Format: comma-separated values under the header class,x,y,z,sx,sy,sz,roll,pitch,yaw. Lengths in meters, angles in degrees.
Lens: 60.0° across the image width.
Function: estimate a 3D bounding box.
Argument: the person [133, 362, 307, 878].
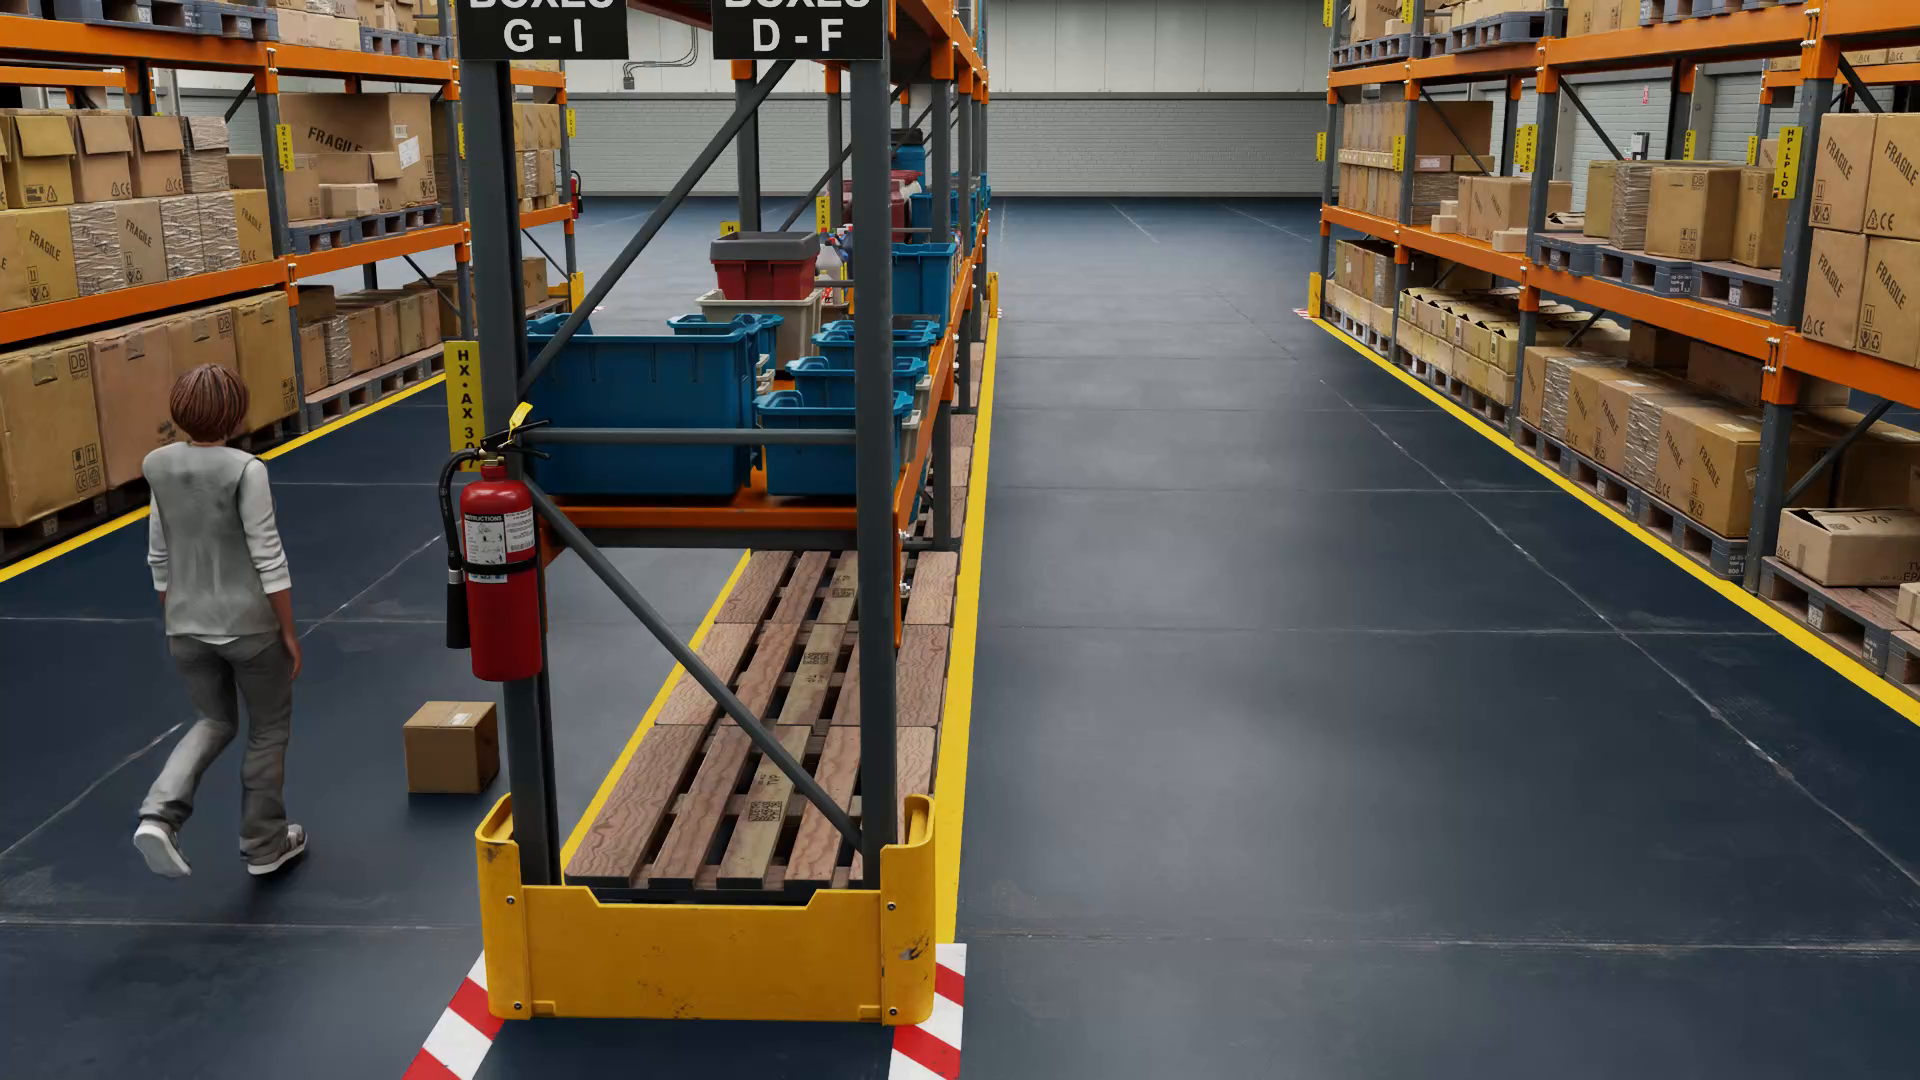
class,x,y,z,sx,sy,sz,roll,pitch,yaw
person,-2.180,0.281,4.874,0.446,1.562,0.604,2,14,9
